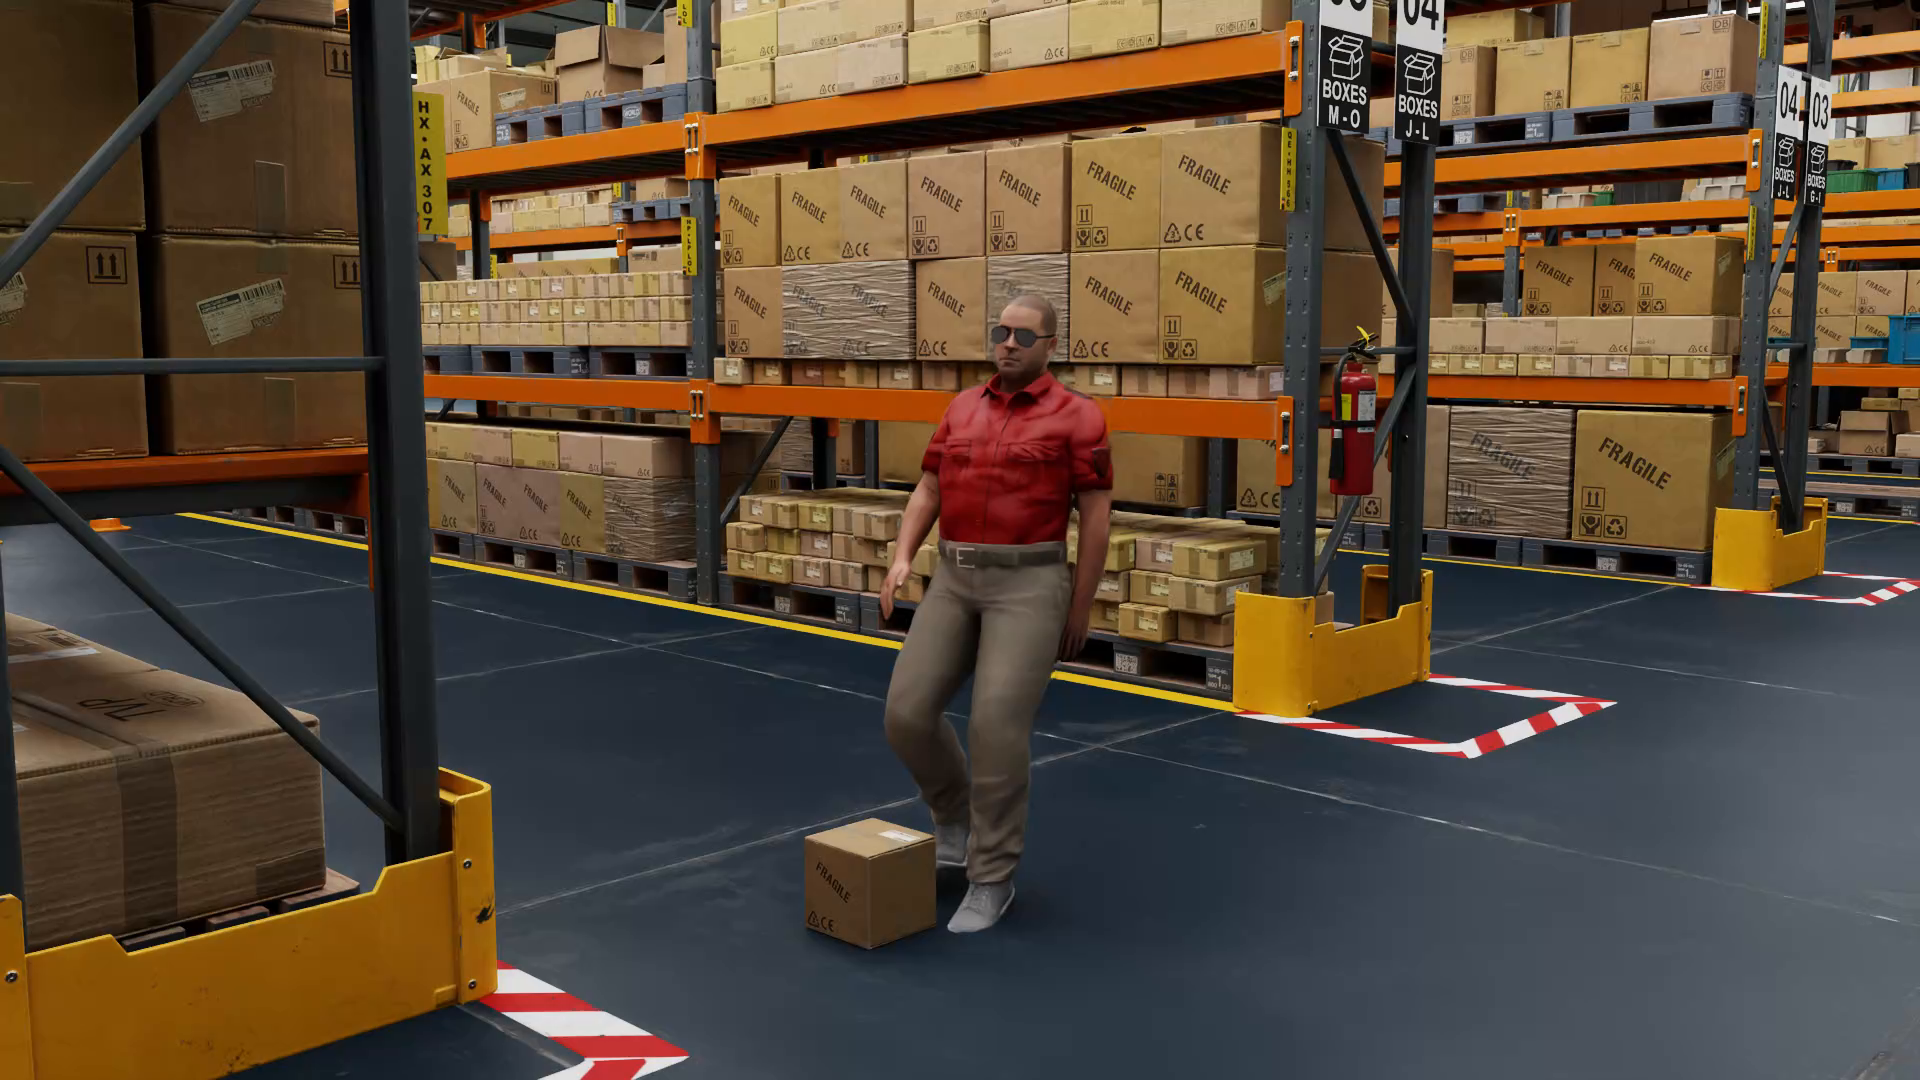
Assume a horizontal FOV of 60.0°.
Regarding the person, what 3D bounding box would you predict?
[{"bbox_3d":[0.053,0.194,4.623,0.590,1.739,0.635,4,8,30],"label":"person"}]
